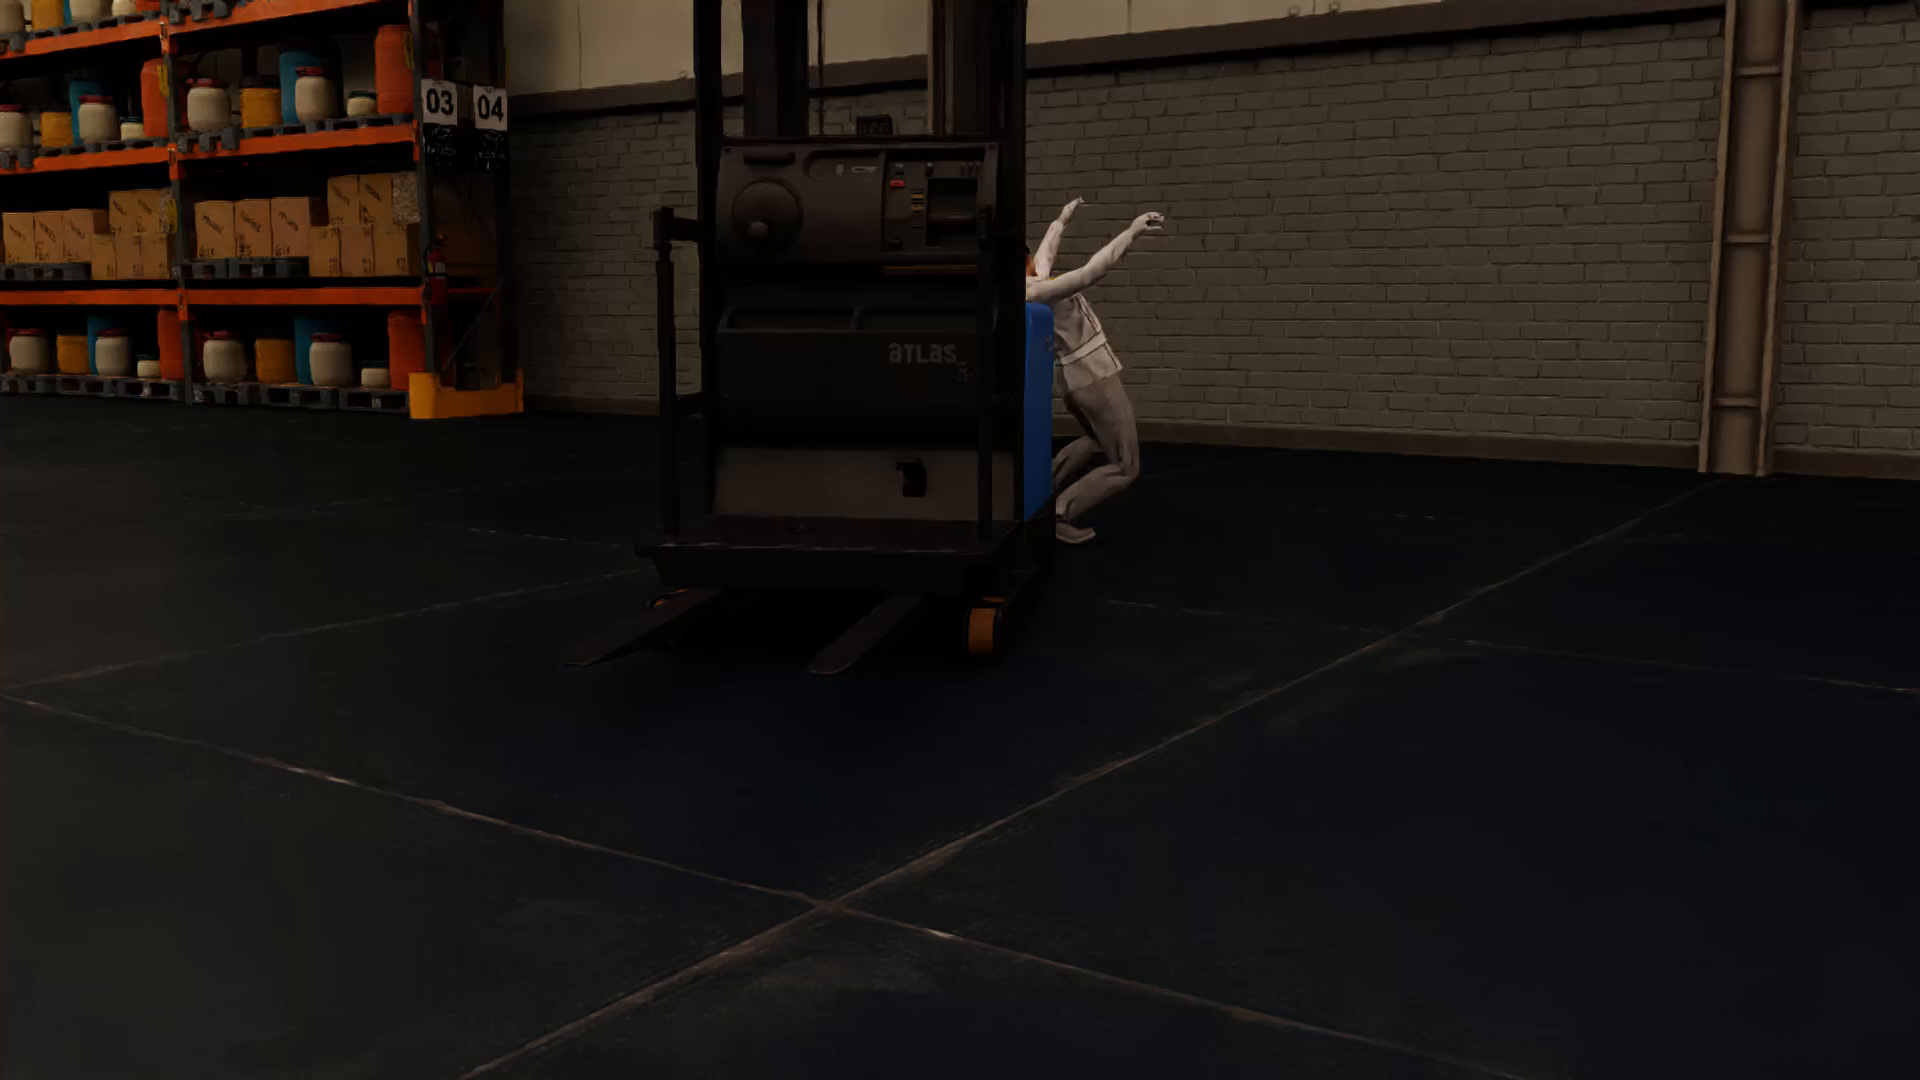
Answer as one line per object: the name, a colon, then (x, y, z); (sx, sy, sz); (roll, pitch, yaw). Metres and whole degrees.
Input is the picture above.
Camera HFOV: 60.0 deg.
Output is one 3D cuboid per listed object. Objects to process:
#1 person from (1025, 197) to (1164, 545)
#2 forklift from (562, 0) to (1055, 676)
person: (0.447, -0.762, 7.392); (0.724, 1.551, 0.917); (-2, 8, -13)
forklift: (-0.370, -1.140, 5.207); (1.130, 2.935, 3.031); (1, 8, 9)
